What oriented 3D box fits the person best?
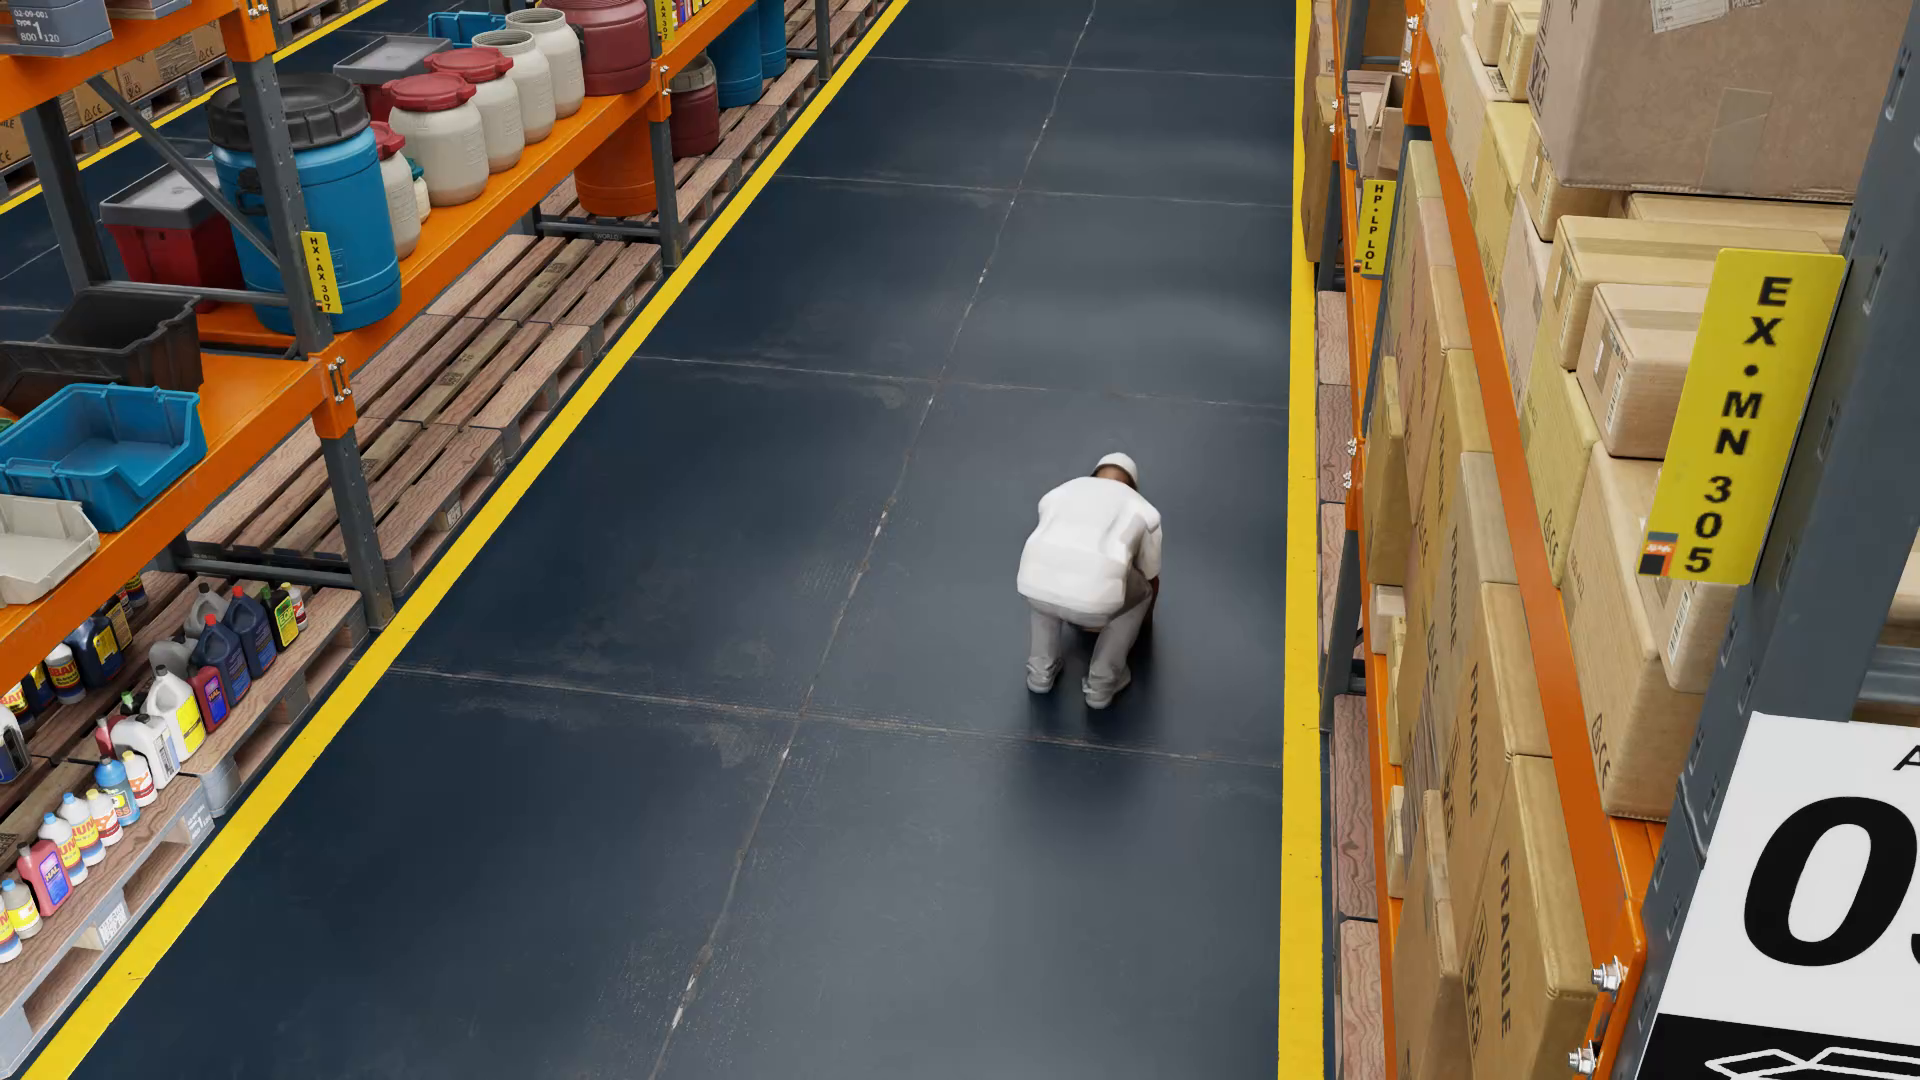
[{"bbox_3d":[0.526,0.157,6.777,0.523,0.832,0.979,12,34,18],"label":"person"}]
